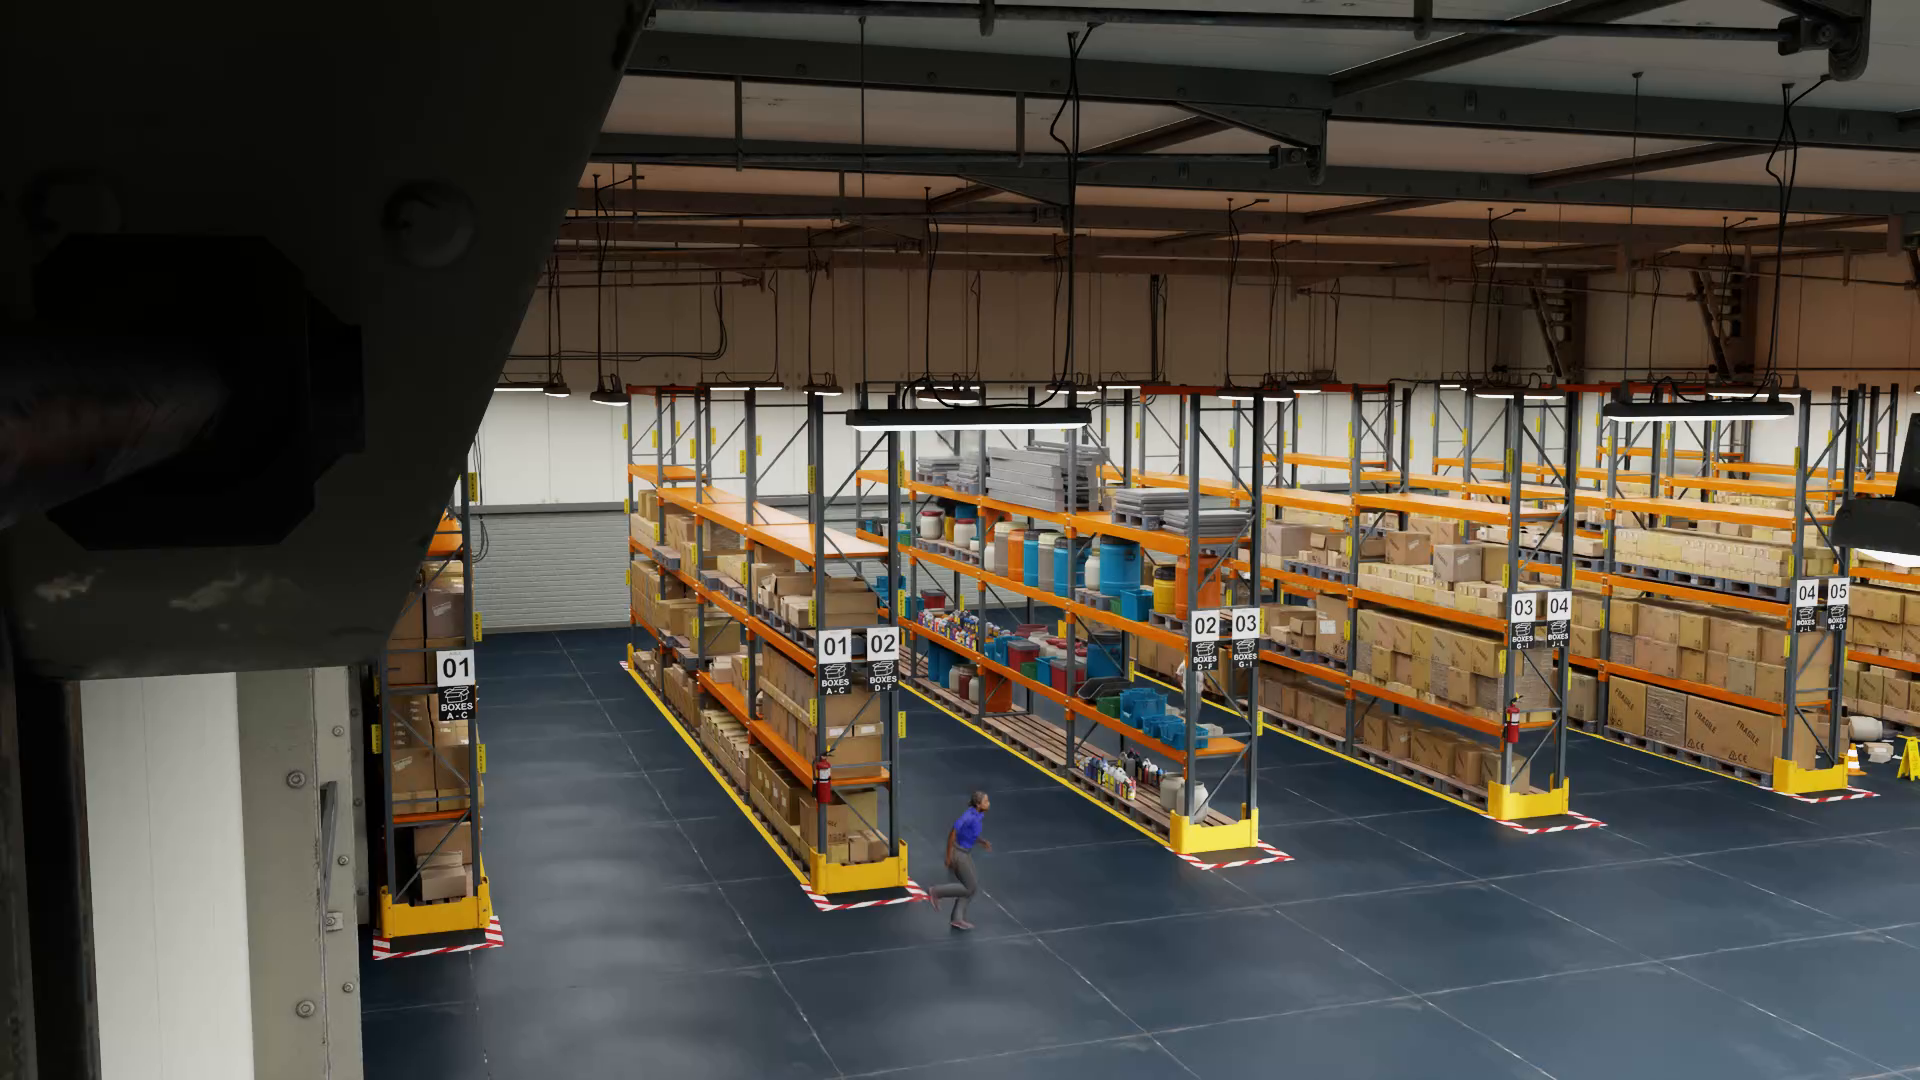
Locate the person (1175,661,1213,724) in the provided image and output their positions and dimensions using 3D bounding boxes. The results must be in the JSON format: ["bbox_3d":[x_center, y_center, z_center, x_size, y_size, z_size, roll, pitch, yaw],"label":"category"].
[{"bbox_3d":[3.921,2.587,28.419,0.559,1.668,0.780,-3,7,-29],"label":"person"}]

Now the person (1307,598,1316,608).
[{"bbox_3d":[8.777,1.223,40.769,0.784,1.774,1.032,-4,7,-33],"label":"person"}]

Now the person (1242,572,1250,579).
[{"bbox_3d":[7.078,1.295,40.847,0.570,1.651,0.594,-5,8,-39],"label":"person"}]

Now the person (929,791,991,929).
[{"bbox_3d":[0.004,3.630,18.869,0.701,1.579,0.564,0,6,4],"label":"person"}]
